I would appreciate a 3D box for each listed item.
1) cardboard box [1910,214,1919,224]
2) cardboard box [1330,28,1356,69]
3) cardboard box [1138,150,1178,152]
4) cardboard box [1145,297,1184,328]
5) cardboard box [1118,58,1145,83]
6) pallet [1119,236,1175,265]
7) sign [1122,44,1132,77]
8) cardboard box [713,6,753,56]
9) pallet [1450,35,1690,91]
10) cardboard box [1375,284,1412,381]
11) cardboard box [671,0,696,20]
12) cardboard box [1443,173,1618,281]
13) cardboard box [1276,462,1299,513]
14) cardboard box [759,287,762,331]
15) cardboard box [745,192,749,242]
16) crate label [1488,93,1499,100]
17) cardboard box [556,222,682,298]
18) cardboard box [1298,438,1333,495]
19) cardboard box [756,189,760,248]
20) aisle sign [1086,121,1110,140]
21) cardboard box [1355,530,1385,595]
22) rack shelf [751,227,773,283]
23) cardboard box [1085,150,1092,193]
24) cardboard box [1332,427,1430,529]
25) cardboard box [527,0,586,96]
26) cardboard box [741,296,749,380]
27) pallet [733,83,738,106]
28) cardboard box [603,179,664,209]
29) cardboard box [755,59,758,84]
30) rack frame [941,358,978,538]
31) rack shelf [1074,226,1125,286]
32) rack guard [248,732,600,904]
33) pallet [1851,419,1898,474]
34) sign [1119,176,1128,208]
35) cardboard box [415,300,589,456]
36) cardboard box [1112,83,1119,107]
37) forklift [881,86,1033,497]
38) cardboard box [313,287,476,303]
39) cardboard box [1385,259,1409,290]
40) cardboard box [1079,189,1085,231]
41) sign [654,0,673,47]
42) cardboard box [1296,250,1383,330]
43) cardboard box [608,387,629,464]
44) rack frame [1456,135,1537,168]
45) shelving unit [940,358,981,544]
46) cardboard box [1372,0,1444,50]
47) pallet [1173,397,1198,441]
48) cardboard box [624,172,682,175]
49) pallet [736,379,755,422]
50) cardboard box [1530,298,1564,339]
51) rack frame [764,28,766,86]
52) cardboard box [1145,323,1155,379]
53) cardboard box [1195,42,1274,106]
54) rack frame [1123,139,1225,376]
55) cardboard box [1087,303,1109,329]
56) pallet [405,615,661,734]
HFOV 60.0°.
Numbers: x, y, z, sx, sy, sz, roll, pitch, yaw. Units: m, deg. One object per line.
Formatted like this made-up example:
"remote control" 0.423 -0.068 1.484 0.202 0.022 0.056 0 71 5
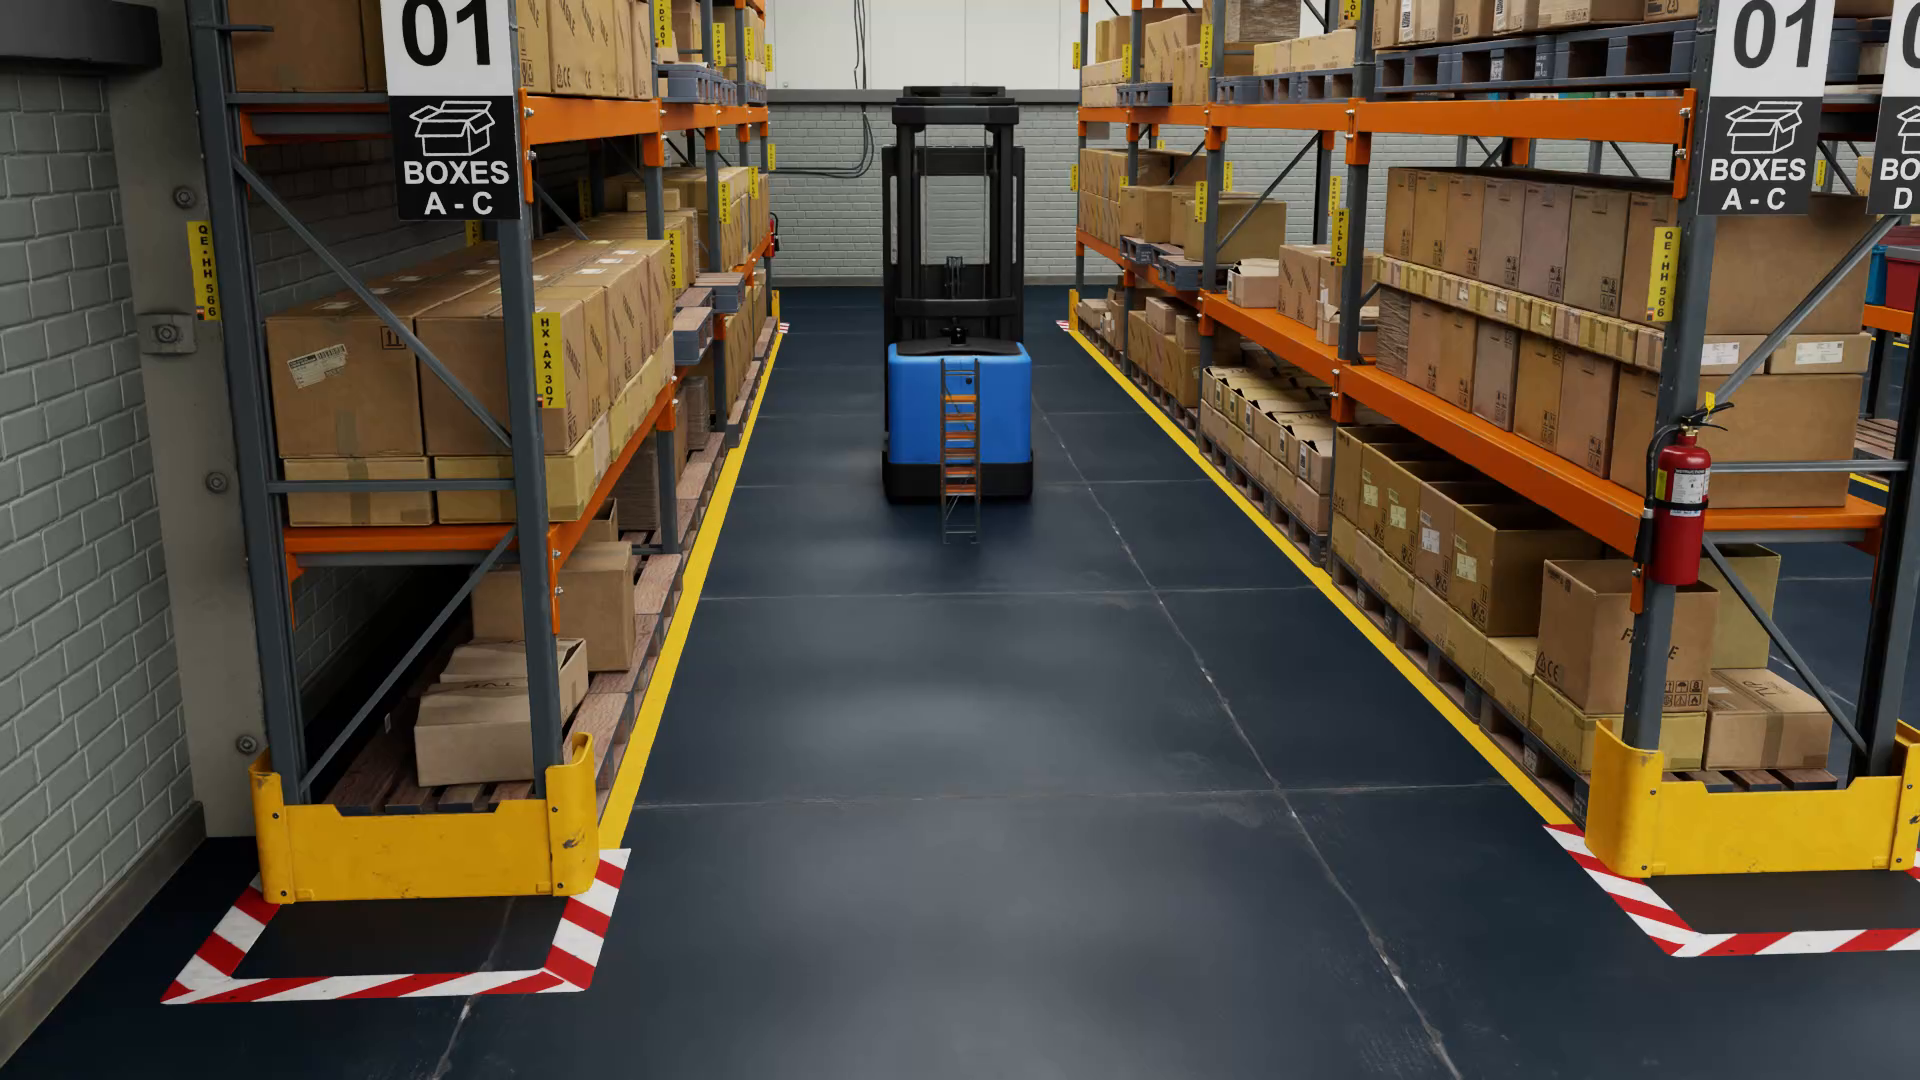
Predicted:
"cardboard box" 11.767 -3.953 20.075 0.500 0.250 0.500 -1 14 -5
"cardboard box" 2.694 -3.126 10.595 0.500 0.250 0.500 -2 15 -9
"cardboard box" 2.387 -4.409 19.935 0.500 0.500 0.500 0 14 -2
"cardboard box" 2.112 -2.235 16.323 0.500 0.250 0.500 -1 14 -3
"cardboard box" 1.962 -4.981 17.645 0.500 0.250 0.500 -1 14 -3
"pallet" 2.204 -2.949 16.854 1.003 0.211 1.213 -1 14 -3
"sign" 1.722 -4.935 17.131 0.100 0.325 0.005 -1 14 -3
"cardboard box" -2.445 -5.342 17.501 0.500 0.500 0.500 -1 14 -4
"pallet" 2.910 -2.148 7.514 1.003 0.211 1.213 -1 14 -3
"cardboard box" 2.793 -1.191 9.435 0.700 0.500 0.500 -1 14 -5
"cardboard box" -2.708 -4.884 15.382 0.500 0.250 0.500 -1 14 -5
"cardboard box" 2.856 -1.569 8.301 0.700 0.500 0.500 -1 14 -3
"cardboard box" 2.414 -0.349 11.039 0.500 0.250 0.500 -1 14 -4
"cardboard box" -2.722 -2.731 19.793 0.700 0.500 0.500 -1 14 -5
"cardboard box" -2.400 -3.256 16.825 0.500 0.500 0.500 -1 14 -4
"crate label" 6.694 -5.459 20.502 0.408 0.251 0.502 -1 14 -3
"cardboard box" -2.282 -1.866 11.177 0.700 0.500 0.500 1 14 4
"cardboard box" 2.448 -0.492 10.471 0.500 0.311 0.500 -1 14 -3
"cardboard box" -2.738 -3.627 18.502 0.980 0.700 0.700 -1 14 -5
"aisle sign" 1.718 -5.509 21.200 0.394 0.787 0.004 -1 14 -3
"cardboard box" 2.511 0.120 9.216 0.500 0.250 0.500 -1 14 -3
"rack shelf" -2.804 -3.314 19.331 1.077 0.370 4.000 -1 14 -3
"cardboard box" 1.820 -4.526 20.388 0.500 0.500 0.500 -1 14 -3
"cardboard box" 2.475 -0.368 9.606 0.500 0.500 0.500 -1 14 -3
"cardboard box" -1.706 -1.913 6.180 0.500 0.500 0.500 0 14 0
"cardboard box" -2.452 -1.947 16.044 0.750 0.750 0.750 0 14 -2
"pallet" -2.574 -4.298 16.075 0.805 0.209 1.217 -1 15 -6
"cardboard box" -2.720 -2.844 13.719 0.500 0.250 0.500 0 14 -2
"cardboard box" -2.517 -5.227 18.561 0.500 0.250 0.500 -1 14 -5
"rack frame" -0.005 -0.600 10.951 0.240 1.200 0.006 -1 14 -3
"rack shelf" 2.140 -3.391 19.632 1.077 0.370 4.000 -1 14 -3
"rack guard" -1.942 1.011 6.094 1.175 0.500 0.348 -1 14 -3
"pallet" 7.465 -0.779 13.632 1.003 0.211 1.213 -1 14 -3
"sign" 1.722 -3.651 17.461 0.100 0.325 0.005 -1 14 -3
"cardboard box" -1.667 -0.604 6.111 0.500 0.500 0.500 -1 14 -3
"cardboard box" 1.947 -4.864 18.192 0.500 0.250 0.500 -1 14 -3
"forklift" -0.062 -2.041 13.077 1.130 2.935 3.031 -1 14 -2
"cardboard box" -2.200 -0.720 6.562 0.500 0.500 0.500 -1 14 -3
"cardboard box" 2.598 -1.483 9.269 0.380 0.149 0.250 -1 14 -3
"cardboard box" 1.780 -4.171 21.018 0.500 0.500 0.500 -1 14 -2
"sign" -1.644 -2.889 9.177 0.100 0.325 0.005 -1 14 -3
"cardboard box" 2.664 -1.748 11.600 0.500 0.500 0.500 -1 14 -3
"cardboard box" -1.722 -0.500 7.209 0.500 0.250 0.500 -1 14 -4
"rack frame" 6.960 -4.313 21.769 1.000 3.000 0.127 -1 14 -3
"shelving unit" 0.001 -0.577 10.863 0.258 1.200 0.189 -1 14 -3
"cardboard box" 2.527 -2.896 8.917 0.500 0.500 0.500 0 14 1
"pallet" 2.503 -1.083 14.814 1.003 0.211 1.213 -1 14 -3
"cardboard box" -2.809 -3.228 15.208 0.500 0.250 0.500 -1 14 -5
"pallet" -2.479 -1.320 15.732 1.003 0.211 1.213 -1 14 -3
"cardboard box" 2.729 -0.969 7.271 0.380 0.149 0.250 0 14 -2
"rack frame" -2.928 -7.065 20.427 1.000 3.000 0.127 -1 14 -3
"cardboard box" 2.118 -1.864 16.385 0.500 0.500 0.500 -1 14 -3
"cardboard box" 2.451 -3.857 13.776 0.910 0.500 0.500 -1 14 -3
"rack frame" 2.263 -3.242 17.609 1.000 3.000 0.127 -1 14 -3
"cardboard box" 1.828 -2.730 20.254 0.500 0.250 0.500 -1 14 -3
"pallet" -2.029 0.646 8.093 1.003 0.211 1.213 -1 14 -3
